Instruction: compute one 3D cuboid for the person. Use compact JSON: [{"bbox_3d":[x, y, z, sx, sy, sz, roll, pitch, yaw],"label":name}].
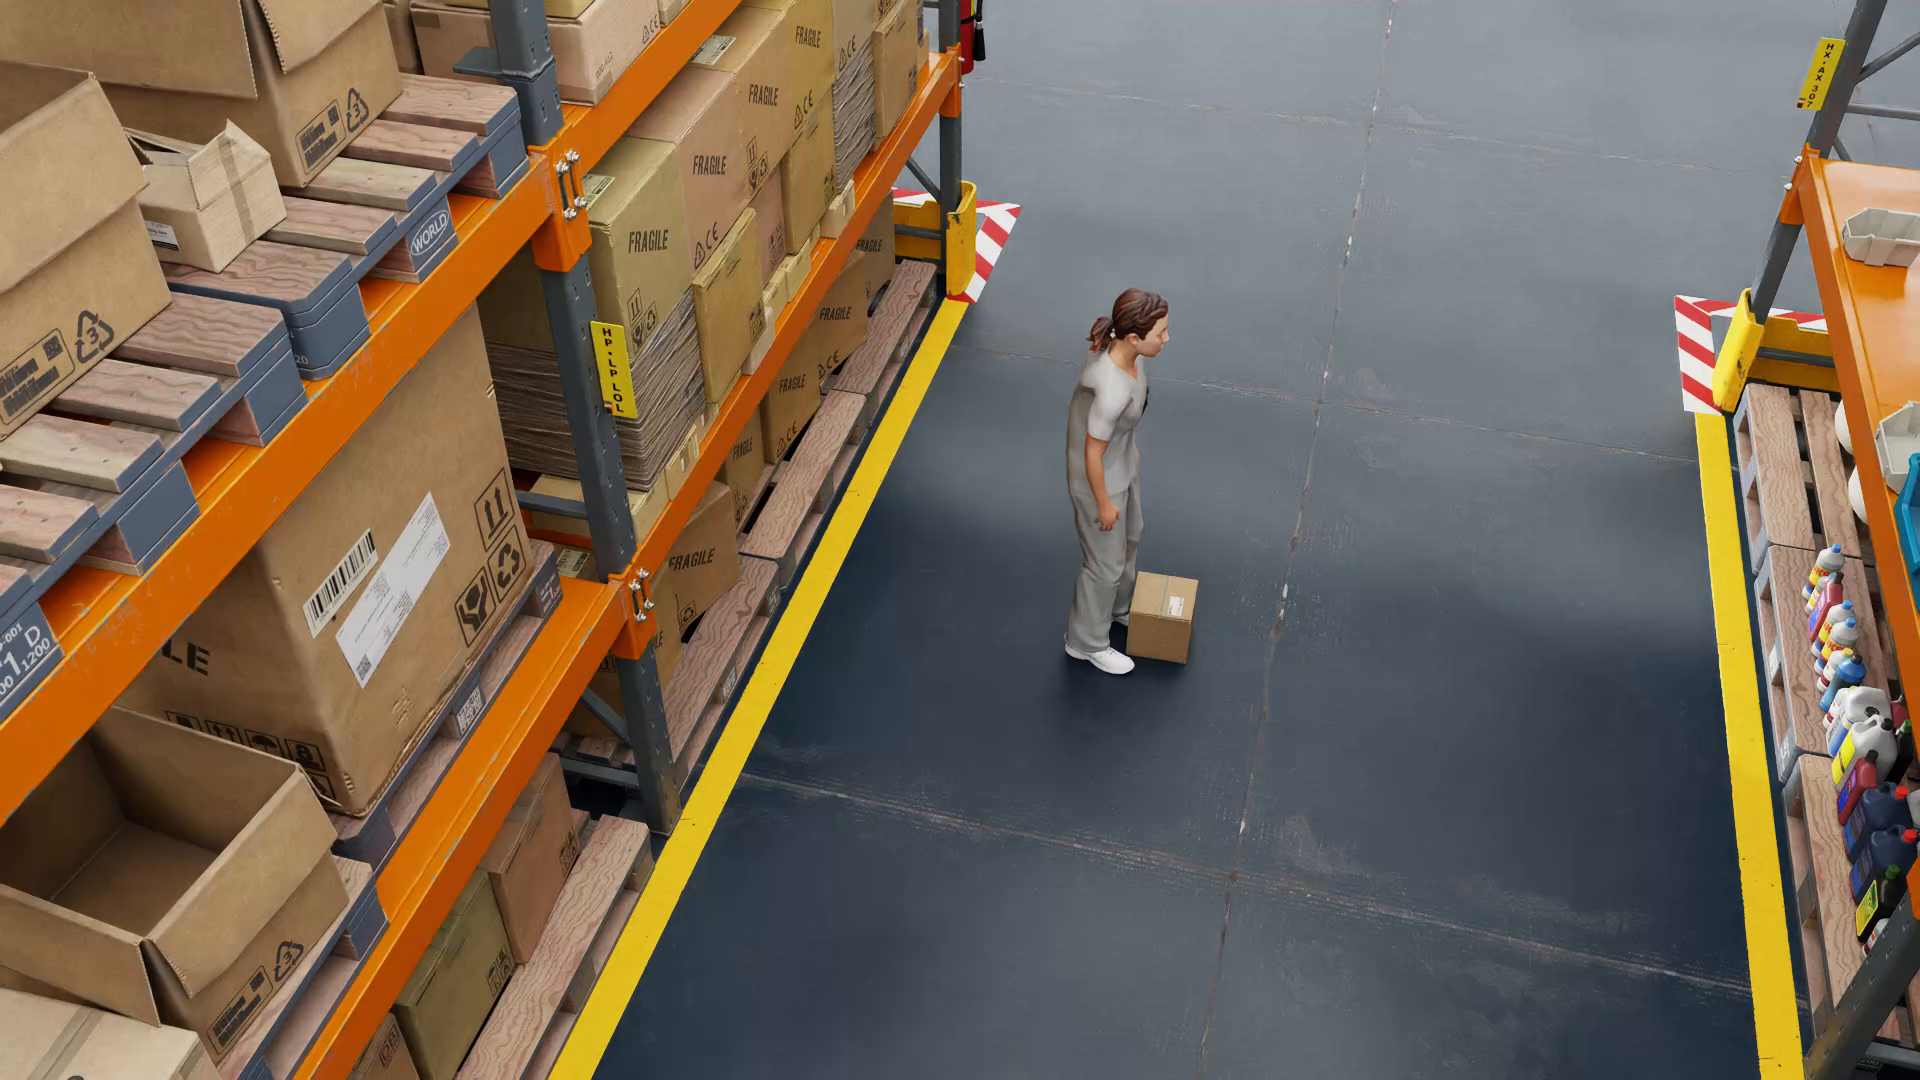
[{"bbox_3d":[0.614,-0.243,6.437,0.411,1.672,0.485,10,42,11],"label":"person"}]
